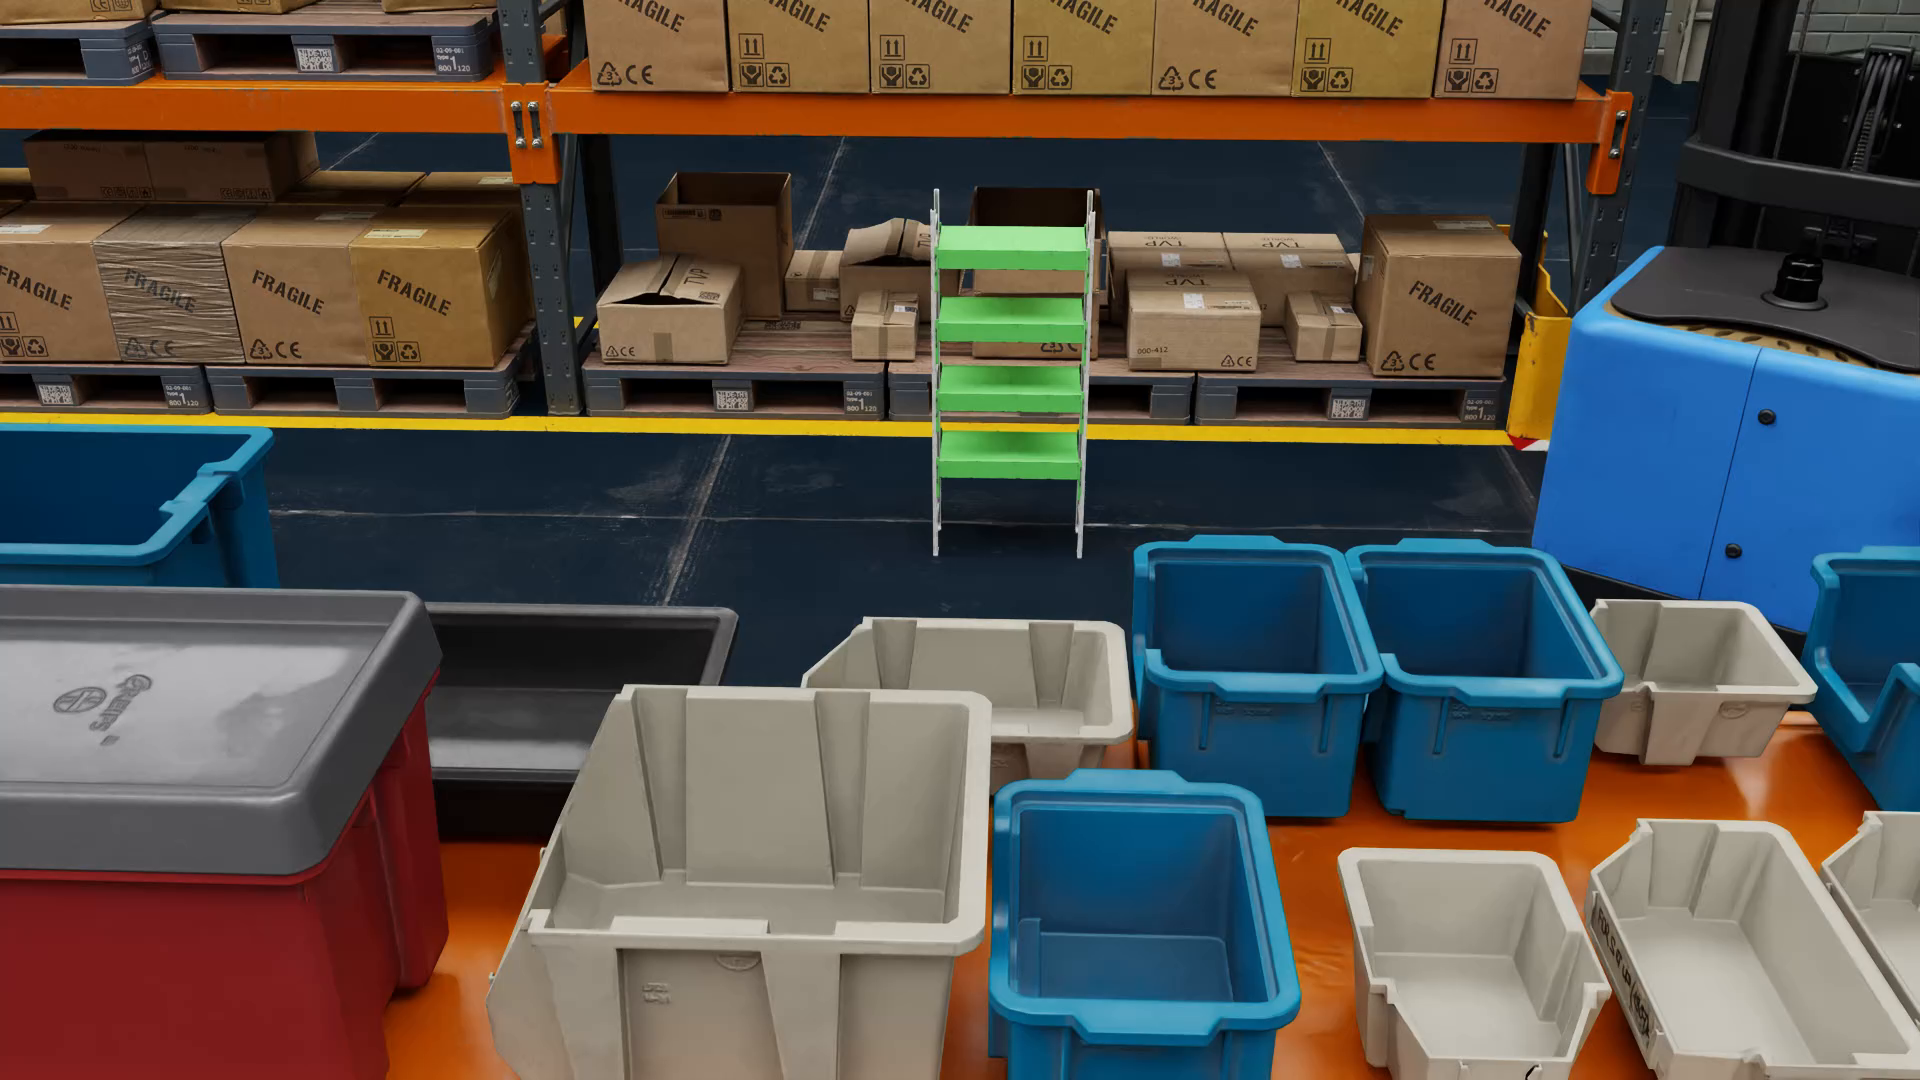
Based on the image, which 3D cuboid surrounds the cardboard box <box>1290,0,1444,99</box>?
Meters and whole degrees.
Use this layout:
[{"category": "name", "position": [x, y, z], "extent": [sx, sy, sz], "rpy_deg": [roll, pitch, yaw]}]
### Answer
[{"category": "cardboard box", "position": [1.447, -1.919, 6.061], "extent": [0.500, 0.500, 0.500], "rpy_deg": [1, 28, 2]}]

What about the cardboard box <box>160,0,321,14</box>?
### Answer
[{"category": "cardboard box", "position": [-2.730, -2.378, 6.478], "extent": [0.500, 0.500, 0.700], "rpy_deg": [5, 28, 10]}]

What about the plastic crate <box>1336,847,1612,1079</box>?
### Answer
[{"category": "plastic crate", "position": [0.558, 0.491, 1.839], "extent": [0.250, 0.136, 0.298], "rpy_deg": [1, 28, 2]}]

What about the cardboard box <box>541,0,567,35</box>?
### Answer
[{"category": "cardboard box", "position": [-2.947, -3.572, 11.132], "extent": [0.750, 0.750, 0.750], "rpy_deg": [2, 28, 3]}]

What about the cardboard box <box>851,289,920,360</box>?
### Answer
[{"category": "cardboard box", "position": [-0.298, -0.879, 6.761], "extent": [0.250, 0.166, 0.380], "rpy_deg": [1, 28, 2]}]

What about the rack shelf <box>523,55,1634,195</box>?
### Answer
[{"category": "rack shelf", "position": [0.424, -1.703, 6.528], "extent": [4.000, 0.370, 1.077], "rpy_deg": [1, 28, 2]}]

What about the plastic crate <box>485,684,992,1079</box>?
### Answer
[{"category": "plastic crate", "position": [-0.234, 0.402, 1.852], "extent": [0.530, 0.282, 0.437], "rpy_deg": [1, 28, 2]}]

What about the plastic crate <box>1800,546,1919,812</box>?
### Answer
[{"category": "plastic crate", "position": [1.351, 0.209, 2.268], "extent": [0.300, 0.233, 0.416], "rpy_deg": [1, 28, 2]}]

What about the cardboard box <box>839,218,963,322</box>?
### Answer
[{"category": "cardboard box", "position": [-0.246, -1.171, 7.158], "extent": [0.500, 0.311, 0.500], "rpy_deg": [1, 28, 2]}]

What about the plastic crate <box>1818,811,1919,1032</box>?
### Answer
[{"category": "plastic crate", "position": [1.133, 0.480, 1.859], "extent": [0.243, 0.136, 0.396], "rpy_deg": [1, 28, 2]}]

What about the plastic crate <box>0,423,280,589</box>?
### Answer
[{"category": "plastic crate", "position": [-1.275, 0.093, 2.325], "extent": [0.575, 0.384, 0.392], "rpy_deg": [1, 28, 2]}]

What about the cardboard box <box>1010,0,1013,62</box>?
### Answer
[{"category": "cardboard box", "position": [-0.038, -2.195, 6.581], "extent": [0.500, 0.500, 0.500], "rpy_deg": [2, 28, 3]}]

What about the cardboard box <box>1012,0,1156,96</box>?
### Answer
[{"category": "cardboard box", "position": [0.445, -1.938, 6.097], "extent": [0.500, 0.500, 0.500], "rpy_deg": [1, 28, 1]}]

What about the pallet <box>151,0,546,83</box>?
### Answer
[{"category": "pallet", "position": [-2.370, -2.034, 6.589], "extent": [1.213, 0.211, 1.003], "rpy_deg": [1, 28, 2]}]

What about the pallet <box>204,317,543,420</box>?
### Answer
[{"category": "pallet", "position": [-2.389, -0.818, 7.067], "extent": [1.213, 0.211, 1.003], "rpy_deg": [1, 28, 2]}]

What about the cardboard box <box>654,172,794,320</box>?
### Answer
[{"category": "cardboard box", "position": [-0.996, -1.267, 7.137], "extent": [0.500, 0.500, 0.500], "rpy_deg": [1, 28, 2]}]

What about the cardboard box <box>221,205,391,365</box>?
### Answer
[{"category": "cardboard box", "position": [-2.572, -1.030, 6.690], "extent": [0.500, 0.500, 0.500], "rpy_deg": [1, 28, 2]}]

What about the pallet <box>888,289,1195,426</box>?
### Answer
[{"category": "pallet", "position": [0.334, -0.791, 7.018], "extent": [1.213, 0.211, 1.003], "rpy_deg": [1, 28, 2]}]

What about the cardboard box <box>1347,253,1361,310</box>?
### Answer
[{"category": "cardboard box", "position": [1.766, -1.102, 7.182], "extent": [0.250, 0.166, 0.380], "rpy_deg": [1, 28, 2]}]

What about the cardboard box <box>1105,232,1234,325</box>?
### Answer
[{"category": "cardboard box", "position": [0.890, -1.126, 7.137], "extent": [0.500, 0.250, 0.500], "rpy_deg": [1, 28, 2]}]

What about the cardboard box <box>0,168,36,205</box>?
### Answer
[{"category": "cardboard box", "position": [-4.112, -1.296, 7.191], "extent": [0.500, 0.500, 0.500], "rpy_deg": [0, 28, 0]}]

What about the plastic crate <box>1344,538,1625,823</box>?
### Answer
[{"category": "plastic crate", "position": [0.693, 0.198, 2.289], "extent": [0.300, 0.233, 0.416], "rpy_deg": [1, 28, 2]}]

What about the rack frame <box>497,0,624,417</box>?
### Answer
[{"category": "rack frame", "position": [-1.575, -2.054, 6.422], "extent": [0.127, 3.000, 1.000], "rpy_deg": [1, 28, 2]}]

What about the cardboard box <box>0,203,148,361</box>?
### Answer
[{"category": "cardboard box", "position": [-3.581, -1.046, 6.720], "extent": [0.500, 0.500, 0.500], "rpy_deg": [0, 28, 0]}]

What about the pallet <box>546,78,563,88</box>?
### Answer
[{"category": "pallet", "position": [-2.178, -3.118, 11.407], "extent": [1.213, 0.211, 1.003], "rpy_deg": [1, 28, 2]}]

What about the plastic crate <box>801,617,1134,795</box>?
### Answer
[{"category": "plastic crate", "position": [-0.003, 0.242, 2.308], "extent": [0.466, 0.136, 0.293], "rpy_deg": [1, 28, 2]}]

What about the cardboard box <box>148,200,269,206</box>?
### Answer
[{"category": "cardboard box", "position": [-3.082, -1.282, 7.164], "extent": [0.500, 0.500, 0.500], "rpy_deg": [1, 28, 2]}]

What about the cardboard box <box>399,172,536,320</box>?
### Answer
[{"category": "cardboard box", "position": [-2.050, -1.266, 7.135], "extent": [0.500, 0.500, 0.500], "rpy_deg": [0, 28, -1]}]

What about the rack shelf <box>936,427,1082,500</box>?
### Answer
[{"category": "rack shelf", "position": [0.165, -0.259, 5.606], "extent": [0.480, 0.148, 0.258], "rpy_deg": [1, 28, 2]}]

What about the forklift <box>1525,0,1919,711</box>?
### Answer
[{"category": "forklift", "position": [2.985, -1.411, 5.282], "extent": [1.130, 2.935, 3.031], "rpy_deg": [19, 33, 31]}]

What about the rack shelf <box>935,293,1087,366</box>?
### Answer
[{"category": "rack shelf", "position": [0.165, -0.683, 5.381], "extent": [0.480, 0.148, 0.258], "rpy_deg": [1, 28, 2]}]

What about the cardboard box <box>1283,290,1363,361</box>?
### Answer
[{"category": "cardboard box", "position": [1.469, -0.873, 6.750], "extent": [0.250, 0.166, 0.380], "rpy_deg": [1, 28, 2]}]

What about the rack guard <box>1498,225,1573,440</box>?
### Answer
[{"category": "rack guard", "position": [2.347, -0.885, 6.885], "extent": [0.348, 0.500, 1.175], "rpy_deg": [1, 28, 2]}]

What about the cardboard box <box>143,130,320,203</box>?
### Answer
[{"category": "cardboard box", "position": [-3.049, -1.614, 6.991], "extent": [0.500, 0.250, 0.500], "rpy_deg": [1, 28, 2]}]

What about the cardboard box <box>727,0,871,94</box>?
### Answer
[{"category": "cardboard box", "position": [-0.563, -1.955, 6.129], "extent": [0.500, 0.500, 0.500], "rpy_deg": [1, 28, 3]}]

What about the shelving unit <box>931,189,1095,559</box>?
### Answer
[{"category": "shelving unit", "position": [0.165, -0.527, 5.464], "extent": [0.503, 1.200, 0.258], "rpy_deg": [1, 28, 2]}]

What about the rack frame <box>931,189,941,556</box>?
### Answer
[{"category": "rack frame", "position": [-0.078, -0.531, 5.471], "extent": [0.015, 1.200, 0.240], "rpy_deg": [1, 28, 2]}]
